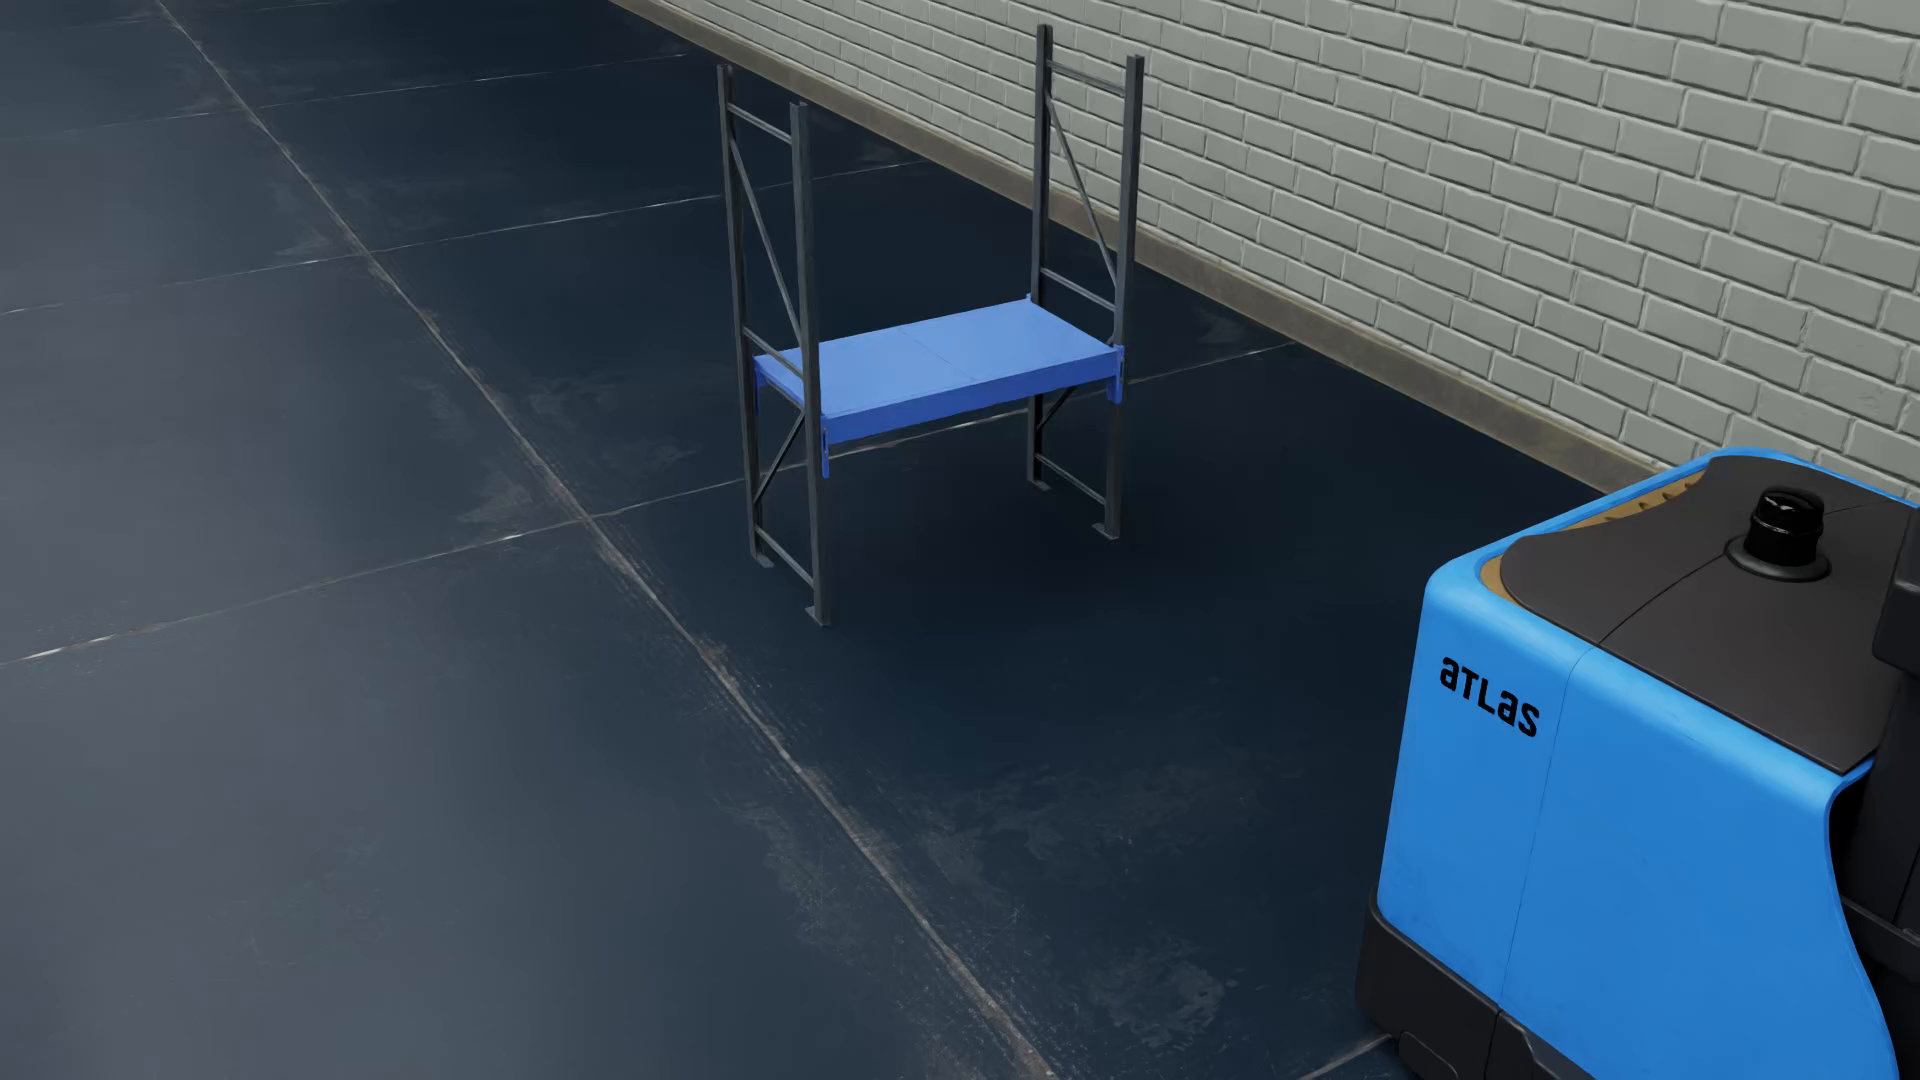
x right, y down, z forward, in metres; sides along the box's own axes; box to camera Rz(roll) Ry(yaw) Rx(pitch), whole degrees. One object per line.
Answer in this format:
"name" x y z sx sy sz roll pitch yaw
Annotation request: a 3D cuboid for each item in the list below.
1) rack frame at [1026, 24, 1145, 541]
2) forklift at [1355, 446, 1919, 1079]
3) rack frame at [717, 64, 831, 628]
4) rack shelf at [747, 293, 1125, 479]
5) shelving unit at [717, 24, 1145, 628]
"rack frame" 0.365 -0.760 5.075 0.032 1.500 0.500 -16 33 -26
"forklift" 2.059 0.162 1.924 1.130 2.935 3.031 -18 34 -30
"rack frame" -0.512 -0.511 4.624 0.032 1.500 0.500 -16 33 -26
"rack shelf" -0.074 -0.478 4.937 1.000 0.185 0.538 -16 33 -26
"shelving unit" -0.074 -0.636 4.850 1.048 1.500 0.538 -16 33 -26
